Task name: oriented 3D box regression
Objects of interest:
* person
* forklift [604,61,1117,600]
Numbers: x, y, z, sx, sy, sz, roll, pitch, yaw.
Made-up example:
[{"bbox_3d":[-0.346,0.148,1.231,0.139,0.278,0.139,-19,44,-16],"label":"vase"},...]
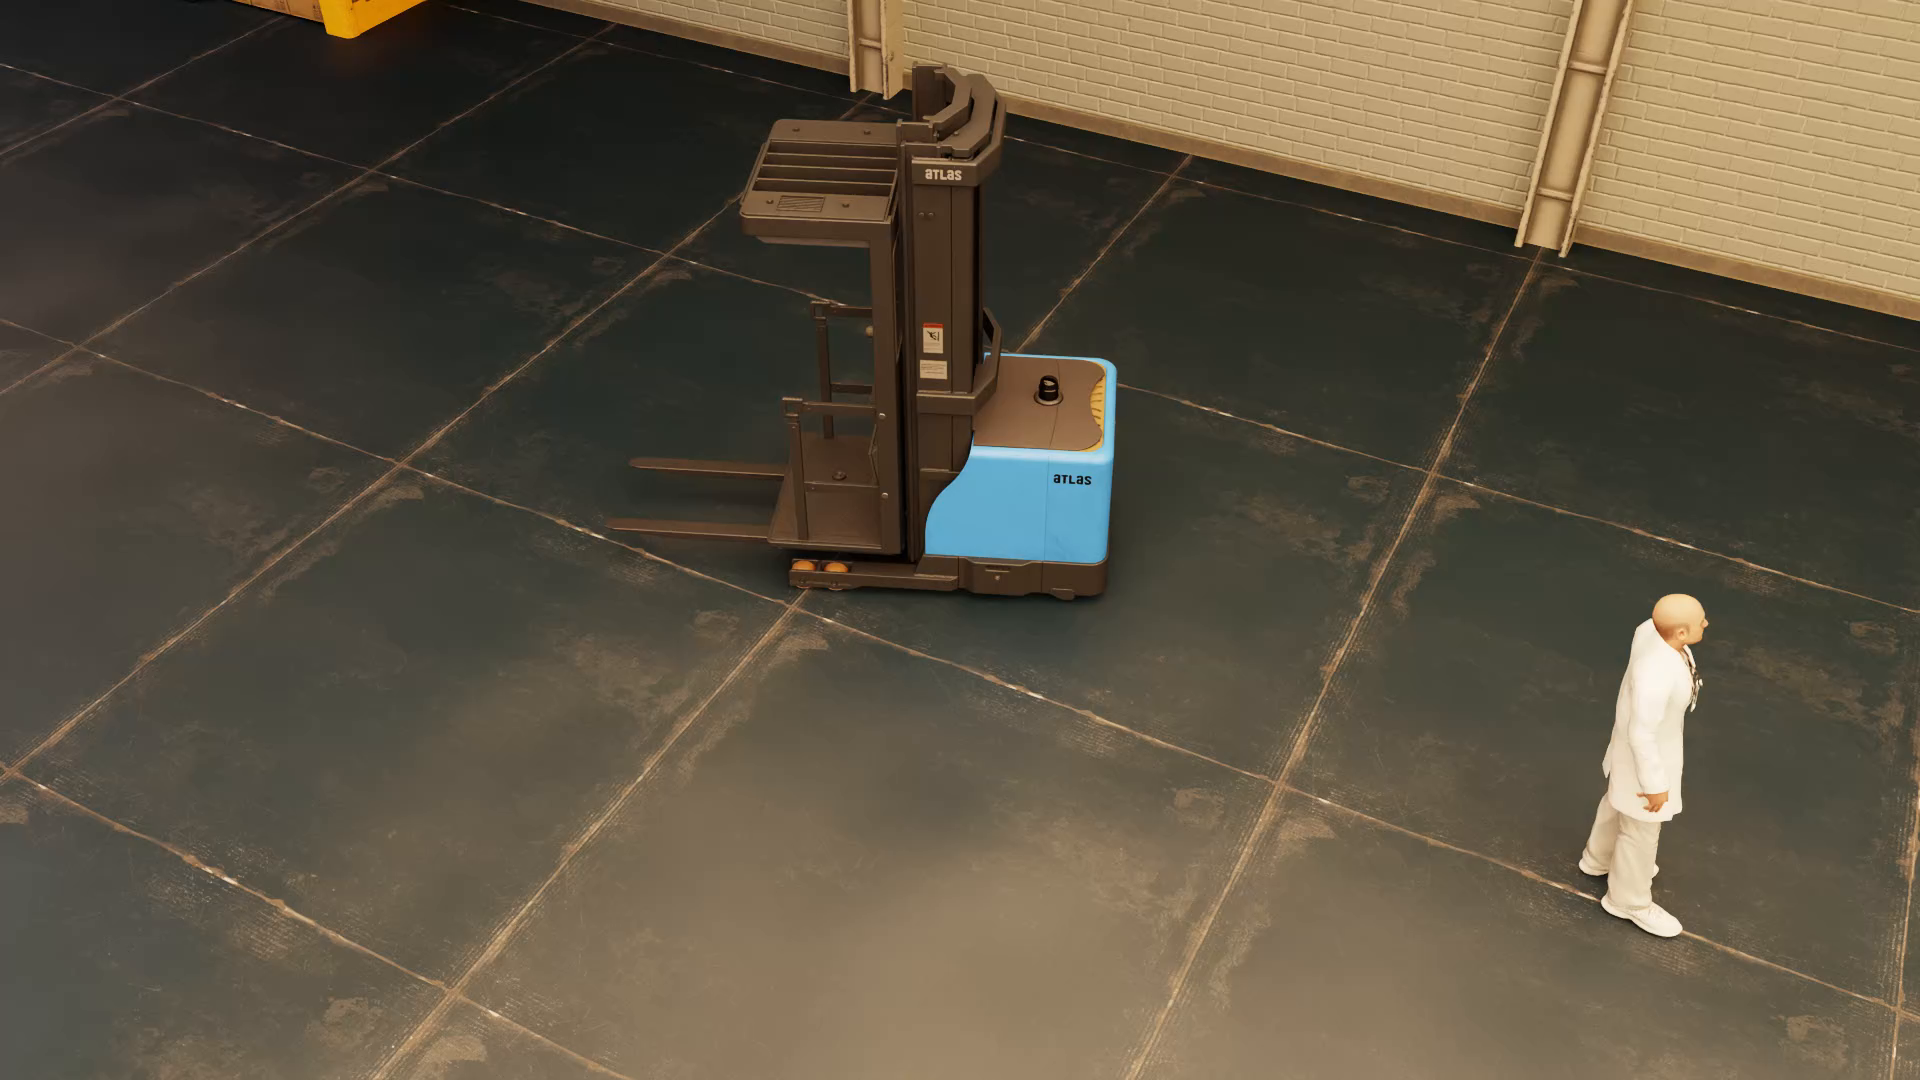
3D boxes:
[{"bbox_3d":[3.272,0.991,7.694,0.579,1.777,0.695,12,42,14],"label":"person"},{"bbox_3d":[-0.606,-1.157,9.360,3.031,2.935,1.130,3,40,4],"label":"forklift"}]
